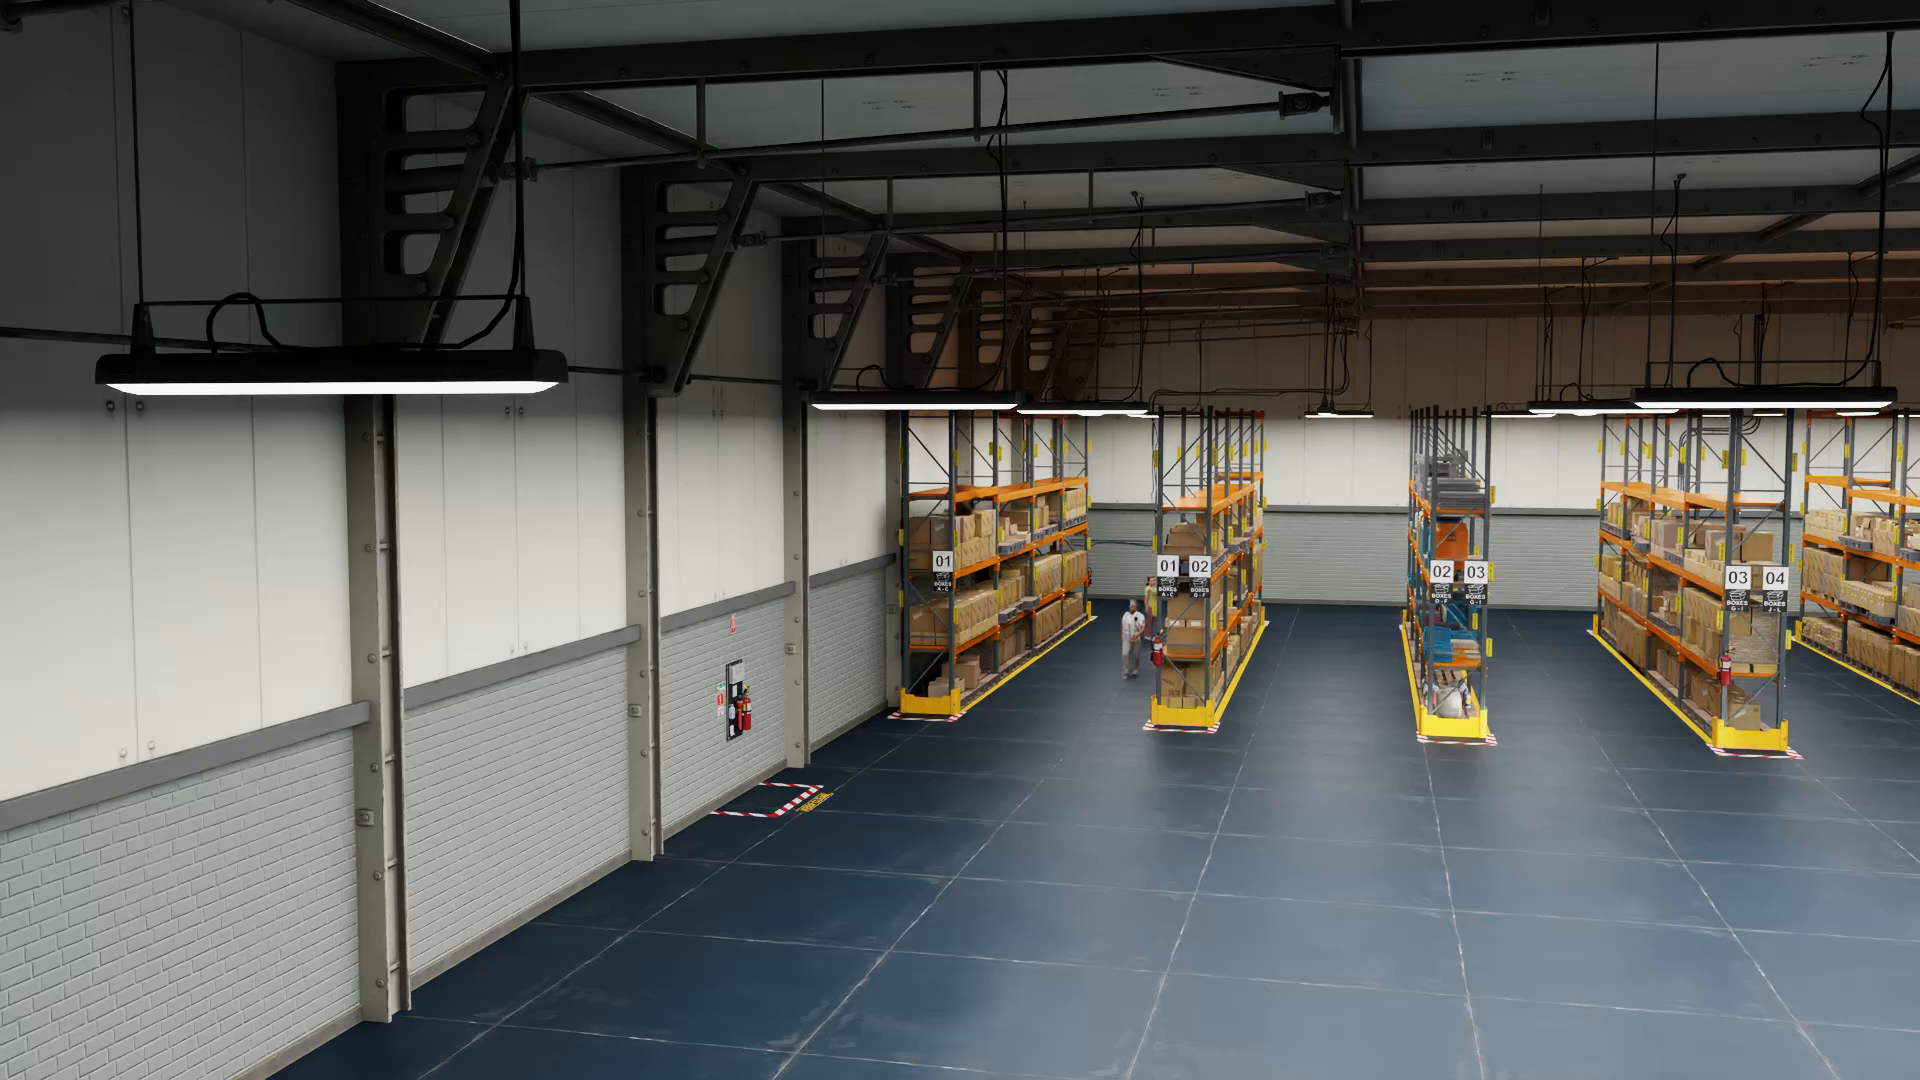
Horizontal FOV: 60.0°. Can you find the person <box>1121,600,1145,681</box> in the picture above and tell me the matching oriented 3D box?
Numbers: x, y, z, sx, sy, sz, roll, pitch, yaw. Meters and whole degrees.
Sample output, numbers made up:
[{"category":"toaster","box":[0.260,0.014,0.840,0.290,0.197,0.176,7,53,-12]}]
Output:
[{"category":"person","box":[3.838,2.221,37.026,0.567,1.795,0.947,1,4,15]}]

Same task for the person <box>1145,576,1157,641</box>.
[{"category":"person","box":[5.003,1.778,43.468,0.387,1.692,0.498,3,5,34]}]
